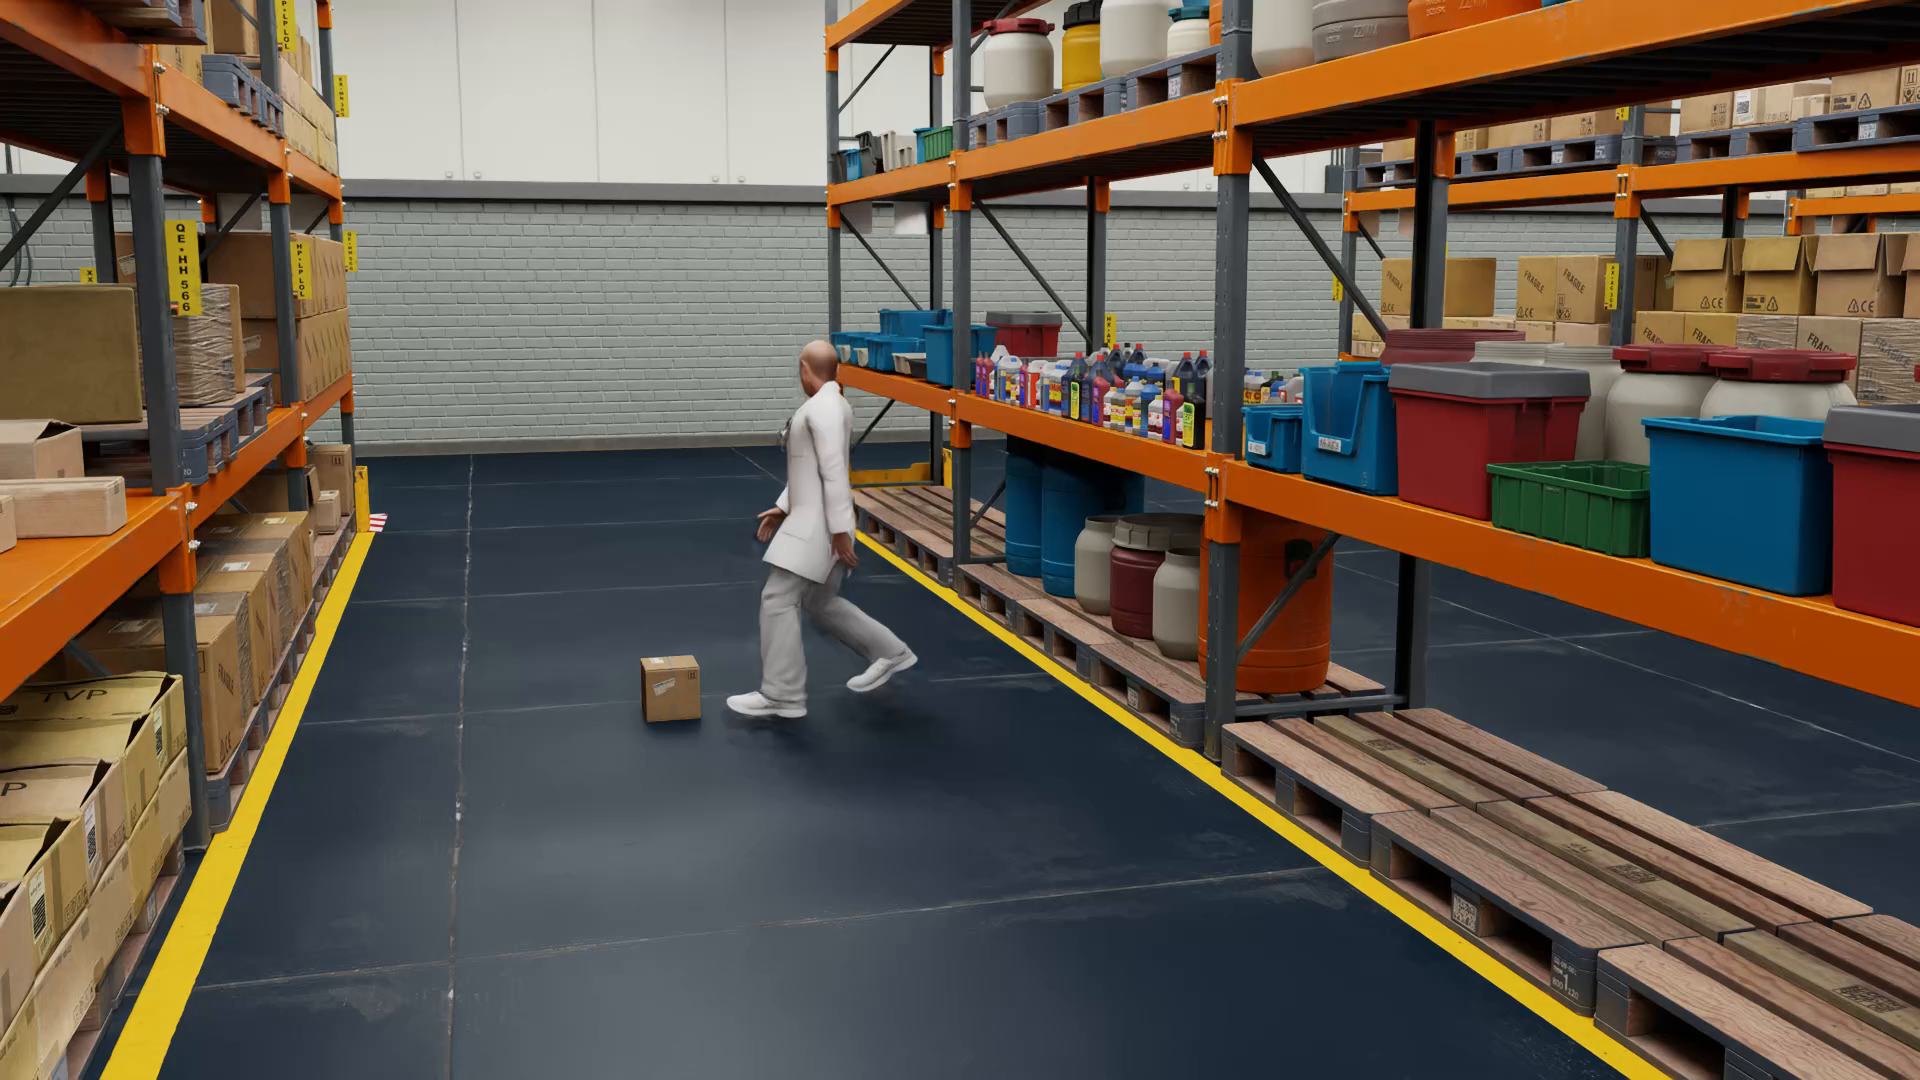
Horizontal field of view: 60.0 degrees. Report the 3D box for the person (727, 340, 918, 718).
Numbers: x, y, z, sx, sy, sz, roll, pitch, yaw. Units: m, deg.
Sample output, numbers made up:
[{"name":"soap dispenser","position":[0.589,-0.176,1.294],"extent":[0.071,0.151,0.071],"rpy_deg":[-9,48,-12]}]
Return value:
[{"name":"person","position":[-0.641,-0.051,7.813],"extent":[0.863,1.681,0.593],"rpy_deg":[0,9,3]}]
